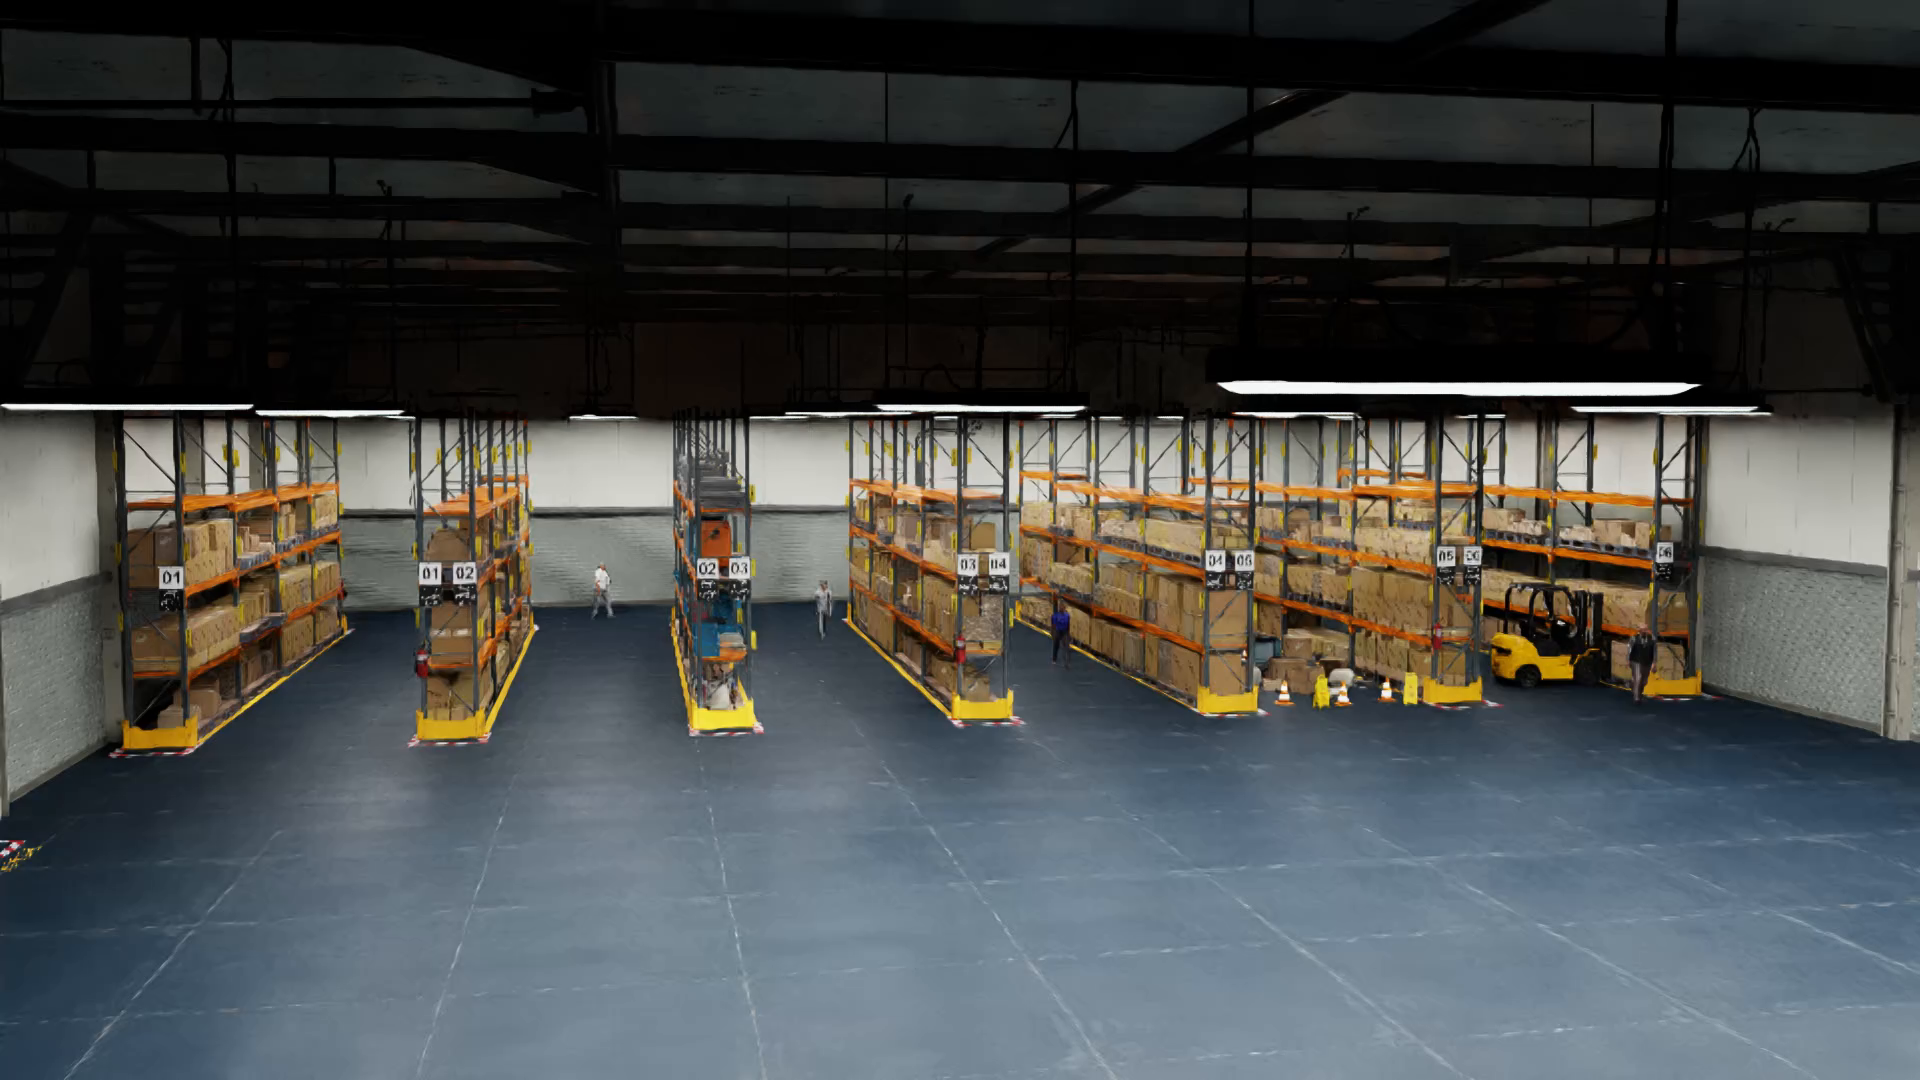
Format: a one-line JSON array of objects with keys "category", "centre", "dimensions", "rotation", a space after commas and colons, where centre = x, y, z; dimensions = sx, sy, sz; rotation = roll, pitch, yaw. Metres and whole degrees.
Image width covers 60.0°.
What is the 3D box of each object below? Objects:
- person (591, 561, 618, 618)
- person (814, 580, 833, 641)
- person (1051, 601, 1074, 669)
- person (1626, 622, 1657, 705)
[{"category": "person", "centre": [-10.444, 1.432, 48.636], "dimensions": [0.564, 1.653, 0.731], "rotation": [2, 5, 26]}, {"category": "person", "centre": [-3.557, 1.813, 43.552], "dimensions": [0.488, 1.590, 1.089], "rotation": [-1, 4, -13]}, {"category": "person", "centre": [2.337, 2.180, 38.536], "dimensions": [0.447, 1.574, 1.088], "rotation": [-1, 4, -9]}, {"category": "person", "centre": [13.835, 2.486, 33.740], "dimensions": [0.560, 1.683, 0.926], "rotation": [0, 4, 5]}]
